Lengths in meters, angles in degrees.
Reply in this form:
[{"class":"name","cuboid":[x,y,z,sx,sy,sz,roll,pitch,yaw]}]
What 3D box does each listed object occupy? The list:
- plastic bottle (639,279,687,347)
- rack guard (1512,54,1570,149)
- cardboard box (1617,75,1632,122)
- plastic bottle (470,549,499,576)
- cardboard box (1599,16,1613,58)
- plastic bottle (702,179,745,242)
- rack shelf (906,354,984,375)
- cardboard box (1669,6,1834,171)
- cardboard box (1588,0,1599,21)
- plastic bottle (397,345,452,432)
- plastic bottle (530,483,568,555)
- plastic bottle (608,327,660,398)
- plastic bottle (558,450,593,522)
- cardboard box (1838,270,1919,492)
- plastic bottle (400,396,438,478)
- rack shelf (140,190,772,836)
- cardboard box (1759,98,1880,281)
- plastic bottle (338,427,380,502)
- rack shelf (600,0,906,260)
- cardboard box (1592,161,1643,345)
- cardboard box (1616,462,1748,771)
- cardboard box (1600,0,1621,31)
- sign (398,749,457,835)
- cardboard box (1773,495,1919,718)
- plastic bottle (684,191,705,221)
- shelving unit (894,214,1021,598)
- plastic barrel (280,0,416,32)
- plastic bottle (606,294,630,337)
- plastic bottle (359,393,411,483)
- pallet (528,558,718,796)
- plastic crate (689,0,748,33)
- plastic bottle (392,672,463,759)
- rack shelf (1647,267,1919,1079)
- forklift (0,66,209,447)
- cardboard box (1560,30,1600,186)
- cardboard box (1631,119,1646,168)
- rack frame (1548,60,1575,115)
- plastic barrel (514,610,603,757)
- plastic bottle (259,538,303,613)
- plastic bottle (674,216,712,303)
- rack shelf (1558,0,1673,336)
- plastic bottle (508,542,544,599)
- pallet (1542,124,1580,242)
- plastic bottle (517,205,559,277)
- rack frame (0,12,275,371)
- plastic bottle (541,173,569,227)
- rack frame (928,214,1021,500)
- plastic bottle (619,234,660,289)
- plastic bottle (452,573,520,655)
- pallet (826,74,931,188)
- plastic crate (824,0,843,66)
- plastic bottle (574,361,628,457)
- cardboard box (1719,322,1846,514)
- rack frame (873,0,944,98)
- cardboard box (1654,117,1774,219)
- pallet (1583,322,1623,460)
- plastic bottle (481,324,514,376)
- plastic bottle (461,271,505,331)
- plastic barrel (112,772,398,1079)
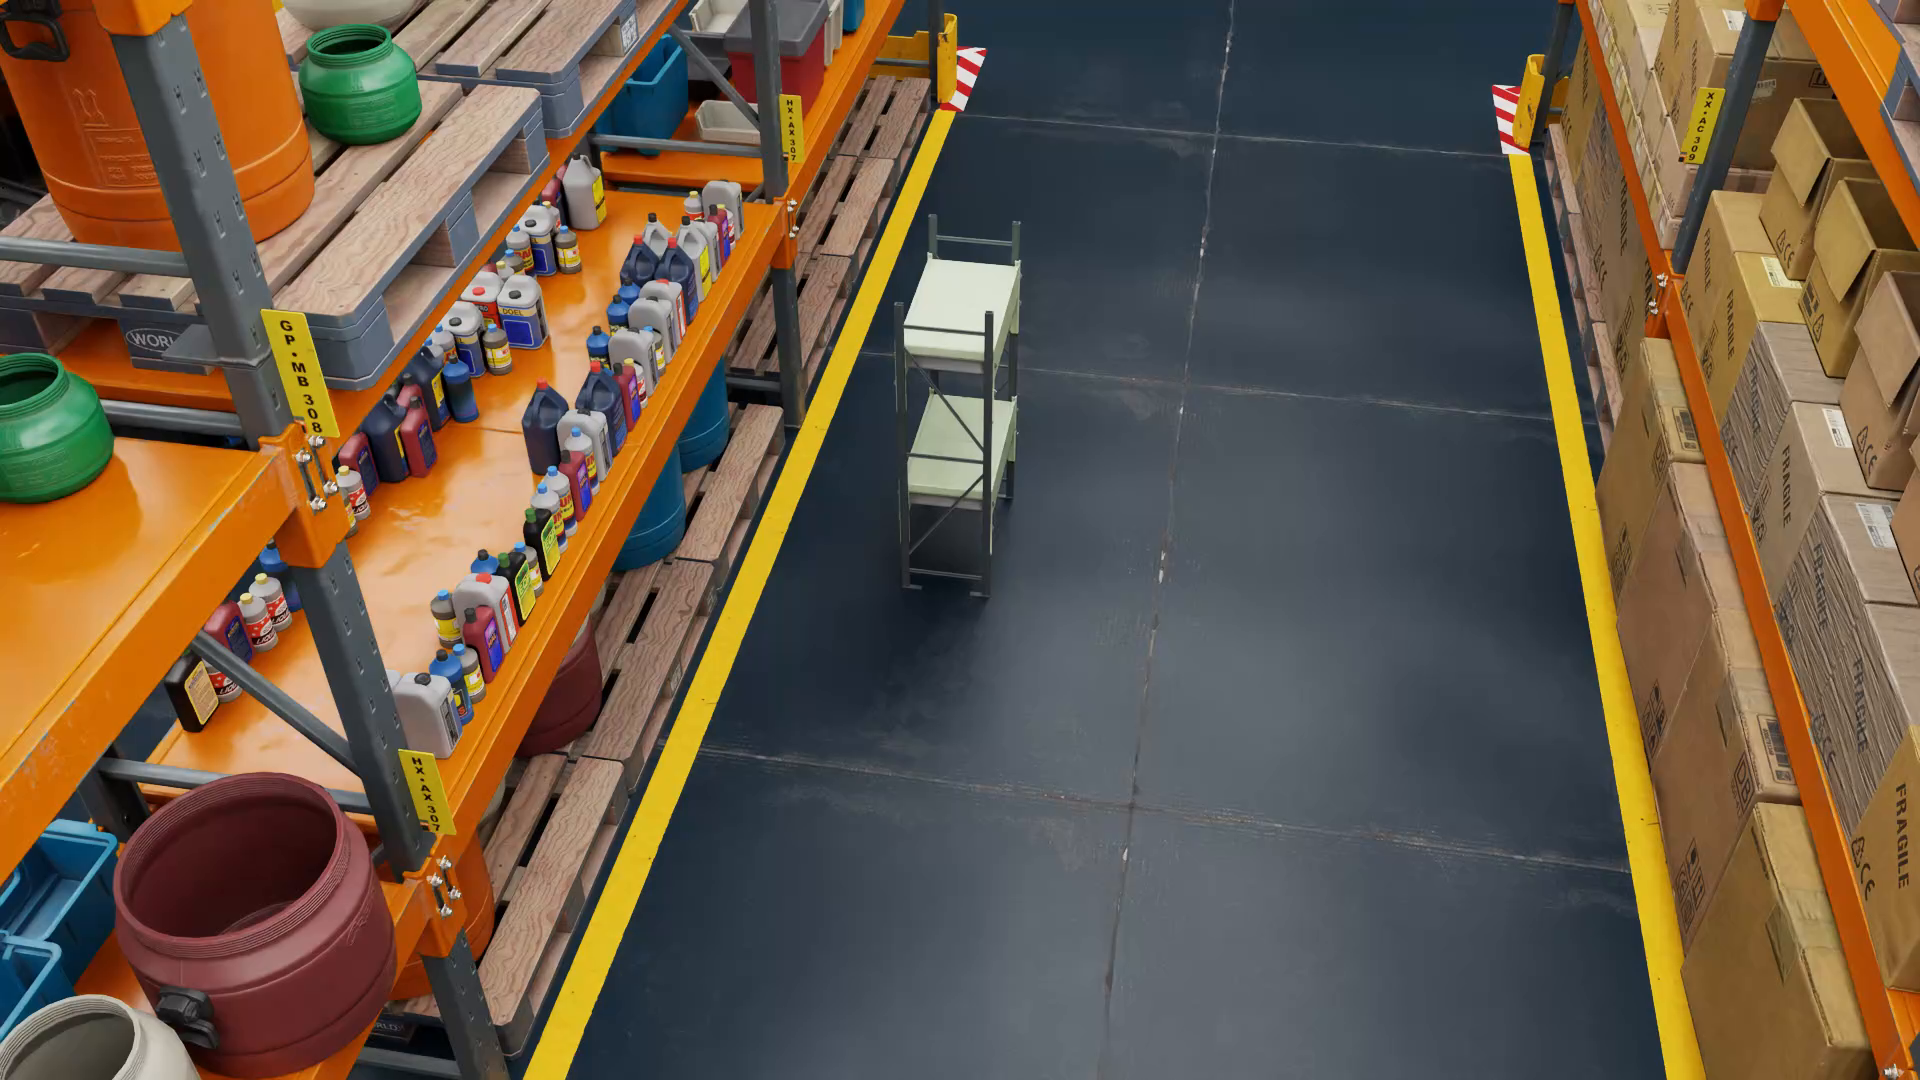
[{"class":"plastic bottle","cuboid":[-1.201,-0.937,6.724,0.152,0.276,0.135,6,40,8]},{"class":"rack guard","cuboid":[4.274,-2.830,10.877,1.175,0.500,0.348,6,40,8]},{"class":"cardboard box","cuboid":[3.530,-2.205,8.357,0.380,0.149,0.250,6,40,7]},{"class":"plastic bottle","cuboid":[-1.533,0.143,5.420,0.097,0.271,0.097,0,40,0]},{"class":"cardboard box","cuboid":[3.663,-2.688,8.941,0.380,0.149,0.250,6,40,7]},{"class":"plastic bottle","cuboid":[-1.051,-1.483,7.384,0.152,0.276,0.135,6,40,8]},{"class":"rack shelf","cuboid":[-0.001,-0.930,7.070,0.332,0.071,0.664,6,40,8]},{"class":"cardboard box","cuboid":[3.394,-1.932,7.125,0.500,0.500,0.500,7,40,9]},{"class":"cardboard box","cuboid":[3.752,-3.009,9.329,0.380,0.149,0.250,6,40,7]},{"class":"plastic bottle","cuboid":[-2.022,-0.598,6.254,0.144,0.351,0.185,6,40,8]},{"class":"plastic bottle","cuboid":[-1.410,-0.078,5.689,0.097,0.271,0.097,0,40,0]},{"class":"plastic bottle","cuboid":[-1.264,-0.707,6.446,0.152,0.276,0.135,6,40,8]},{"class":"plastic bottle","cuboid":[-1.355,-0.215,5.844,0.061,0.283,0.133,6,40,8]},{"class":"cardboard box","cuboid":[3.253,-0.470,5.195,0.797,0.503,0.637,8,40,9]},{"class":"plastic bottle","cuboid":[-1.971,-0.377,6.040,0.061,0.283,0.133,6,40,8]},{"class":"rack shelf","cuboid":[-1.647,-0.357,6.335,0.919,0.124,3.809,6,40,8]},{"class":"cardboard box","cuboid":[3.475,-1.291,6.189,0.797,0.503,0.637,5,40,7]},{"class":"plastic bottle","cuboid":[-2.145,-0.277,5.919,0.061,0.283,0.133,6,40,8]},{"class":"rack shelf","cuboid":[-0.955,-2.792,9.434,1.077,0.370,4.000,6,40,8]},{"class":"cardboard box","cuboid":[3.926,-1.581,8.743,0.875,0.875,0.875,6,40,8]},{"class":"cardboard box","cuboid":[3.333,0.354,6.402,1.225,0.875,0.875,5,40,6]},{"class":"cardboard box","cuboid":[3.747,-2.921,8.911,0.500,0.250,0.500,5,40,6]},{"class":"sign","cuboid":[-1.450,0.690,4.530,0.100,0.325,0.005,6,40,8]},{"class":"cardboard box","cuboid":[2.905,0.229,5.138,0.500,0.500,0.500,5,40,6]},{"class":"plastic bottle","cuboid":[-1.177,-1.456,7.410,0.097,0.201,0.097,0,40,0]},{"class":"shelving unit","cuboid":[-0.001,-0.574,7.364,0.431,1.500,0.755,6,40,8]},{"class":"plastic barrel","cuboid":[-1.835,-1.803,4.883,0.433,0.535,0.433,0,40,0]},{"class":"plastic bottle","cuboid":[-1.350,-0.853,6.626,0.097,0.271,0.097,0,40,0]},{"class":"plastic bottle","cuboid":[-2.077,-0.398,6.013,0.144,0.351,0.185,6,40,8]},{"class":"pallet","cuboid":[-1.684,0.508,7.066,1.003,0.211,1.213,6,40,8]},{"class":"plastic crate","cuboid":[-1.295,-2.861,9.113,0.293,0.136,0.466,6,40,8]},{"class":"plastic bottle","cuboid":[-1.600,0.508,4.975,0.152,0.276,0.135,6,40,8]},{"class":"rack shelf","cuboid":[3.231,0.265,5.737,1.077,0.370,4.000,6,40,8]},{"class":"forklift","cuboid":[-4.118,-1.226,7.029,1.121,2.935,3.031,17,43,20]},{"class":"cardboard box","cuboid":[4.238,-2.711,10.109,0.875,0.875,0.875,6,40,8]},{"class":"cardboard box","cuboid":[3.441,-1.882,7.967,0.380,0.149,0.250,7,40,9]},{"class":"rack frame","cuboid":[4.273,-3.778,10.062,0.949,2.616,0.053,6,40,8]},{"class":"plastic barrel","cuboid":[-1.730,0.446,6.516,0.600,0.588,0.708,6,40,8]},{"class":"plastic bottle","cuboid":[-2.232,0.108,5.463,0.097,0.271,0.097,0,40,0]},{"class":"plastic bottle","cuboid":[-1.138,-1.182,6.961,0.144,0.351,0.185,6,40,8]},{"class":"rack shelf","cuboid":[3.924,-2.246,8.773,1.077,0.370,4.000,6,40,8]},{"class":"plastic bottle","cuboid":[-1.450,0.093,5.536,0.097,0.201,0.097,0,40,0]},{"class":"pallet","cuboid":[4.208,-2.193,10.334,1.003,0.211,1.213,6,40,8]},{"class":"plastic bottle","cuboid":[-1.819,-1.288,7.148,0.152,0.276,0.135,6,40,8]},{"class":"rack frame","cuboid":[-1.993,-1.616,2.739,1.000,3.000,0.127,6,40,8]},{"class":"plastic bottle","cuboid":[-1.807,-1.502,7.401,0.061,0.283,0.133,6,40,8]},{"class":"rack frame","cuboid":[0.062,-0.804,7.642,0.400,1.500,0.023,6,40,8]},{"class":"plastic bottle","cuboid":[-1.311,-1.082,6.840,0.144,0.351,0.185,6,40,8]},{"class":"plastic bottle","cuboid":[-1.520,0.218,5.326,0.152,0.276,0.135,6,40,8]},{"class":"pallet","cuboid":[-0.789,-2.736,10.991,1.003,0.211,1.213,6,40,8]},{"class":"plastic crate","cuboid":[-0.855,-2.729,8.840,0.437,0.282,0.530,6,40,8]},{"class":"plastic bottle","cuboid":[-1.328,-0.491,6.125,0.144,0.351,0.185,6,40,8]},{"class":"cardboard box","cuboid":[3.079,-0.415,5.917,0.500,0.500,0.500,6,40,7]},{"class":"rack frame","cuboid":[-0.609,-4.324,10.723,1.000,3.000,0.127,6,40,8]},{"class":"cardboard box","cuboid":[3.395,-1.631,7.349,0.500,0.250,0.500,6,40,7]},{"class":"pallet","cuboid":[3.786,-0.662,8.481,1.003,0.211,1.213,6,40,8]},{"class":"plastic bottle","cuboid":[-1.830,-0.760,6.568,0.097,0.201,0.097,0,40,0]},{"class":"plastic bottle","cuboid":[-1.916,-0.936,6.723,0.152,0.276,0.135,6,40,8]},{"class":"plastic barrel","cuboid":[-1.775,0.969,4.214,0.600,0.536,0.708,6,40,8]}]
